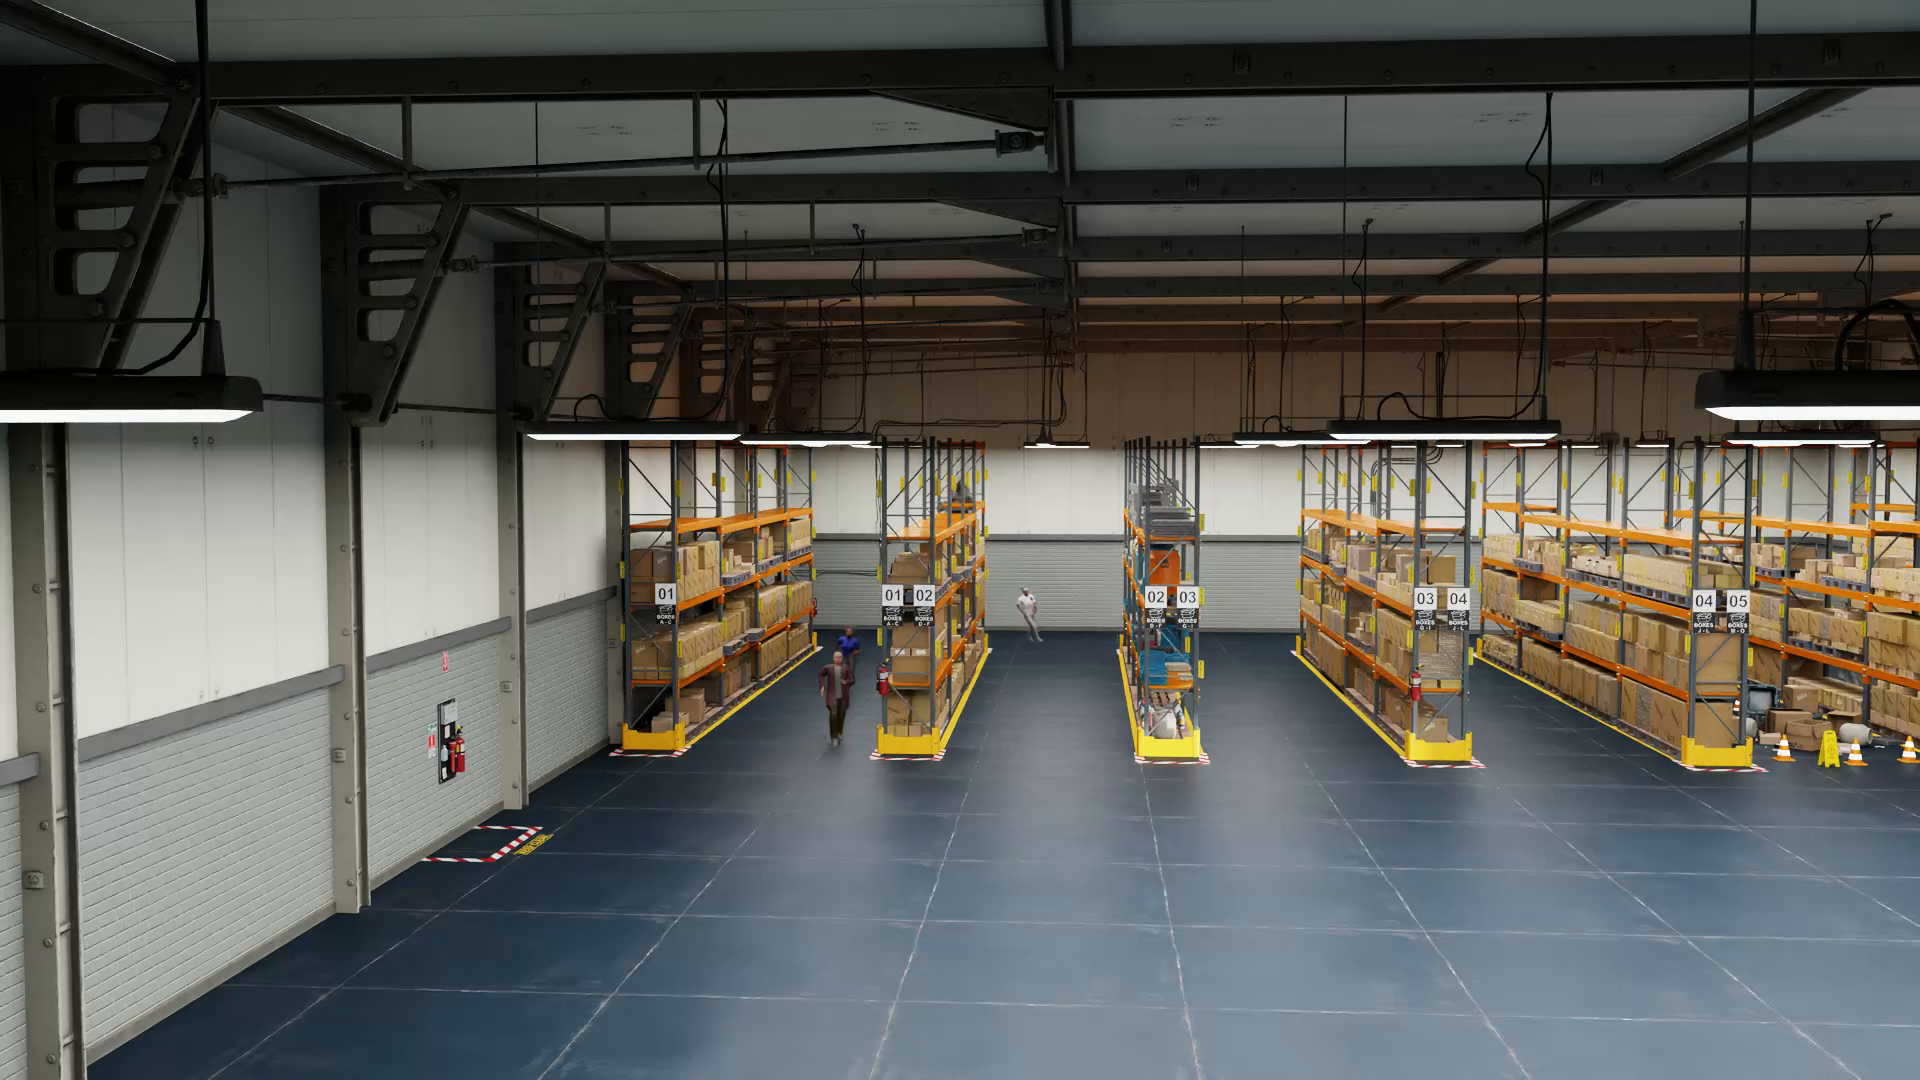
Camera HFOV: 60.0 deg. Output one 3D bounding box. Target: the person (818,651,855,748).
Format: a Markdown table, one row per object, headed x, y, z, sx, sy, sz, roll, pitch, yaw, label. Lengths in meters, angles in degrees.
| x | y | z | sx | sy | sz | roll | pitch | yaw | label |
| --- | --- | --- | --- | --- | --- | --- | --- | --- | --- |
| -2.393 | 3.132 | 32.473 | 0.675 | 1.740 | 0.864 | -1 | 3 | -13 | person |

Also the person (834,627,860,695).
| x | y | z | sx | sy | sz | roll | pitch | yaw | label |
| --- | --- | --- | --- | --- | --- | --- | --- | --- | --- |
| -2.654 | 2.849 | 39.097 | 0.615 | 1.606 | 0.643 | 0 | 3 | -2 | person |

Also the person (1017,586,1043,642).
| x | y | z | sx | sy | sz | roll | pitch | yaw | label |
| --- | --- | --- | --- | --- | --- | --- | --- | --- | --- |
| 1.948 | 2.127 | 47.537 | 0.657 | 1.637 | 0.733 | -1 | 3 | -23 | person |

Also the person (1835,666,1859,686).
| x | y | z | sx | sy | sz | roll | pitch | yaw | label |
| --- | --- | --- | --- | --- | --- | --- | --- | --- | --- |
| 21.053 | 2.808 | 39.517 | 0.545 | 1.601 | 0.818 | 0 | 3 | 6 | person |
